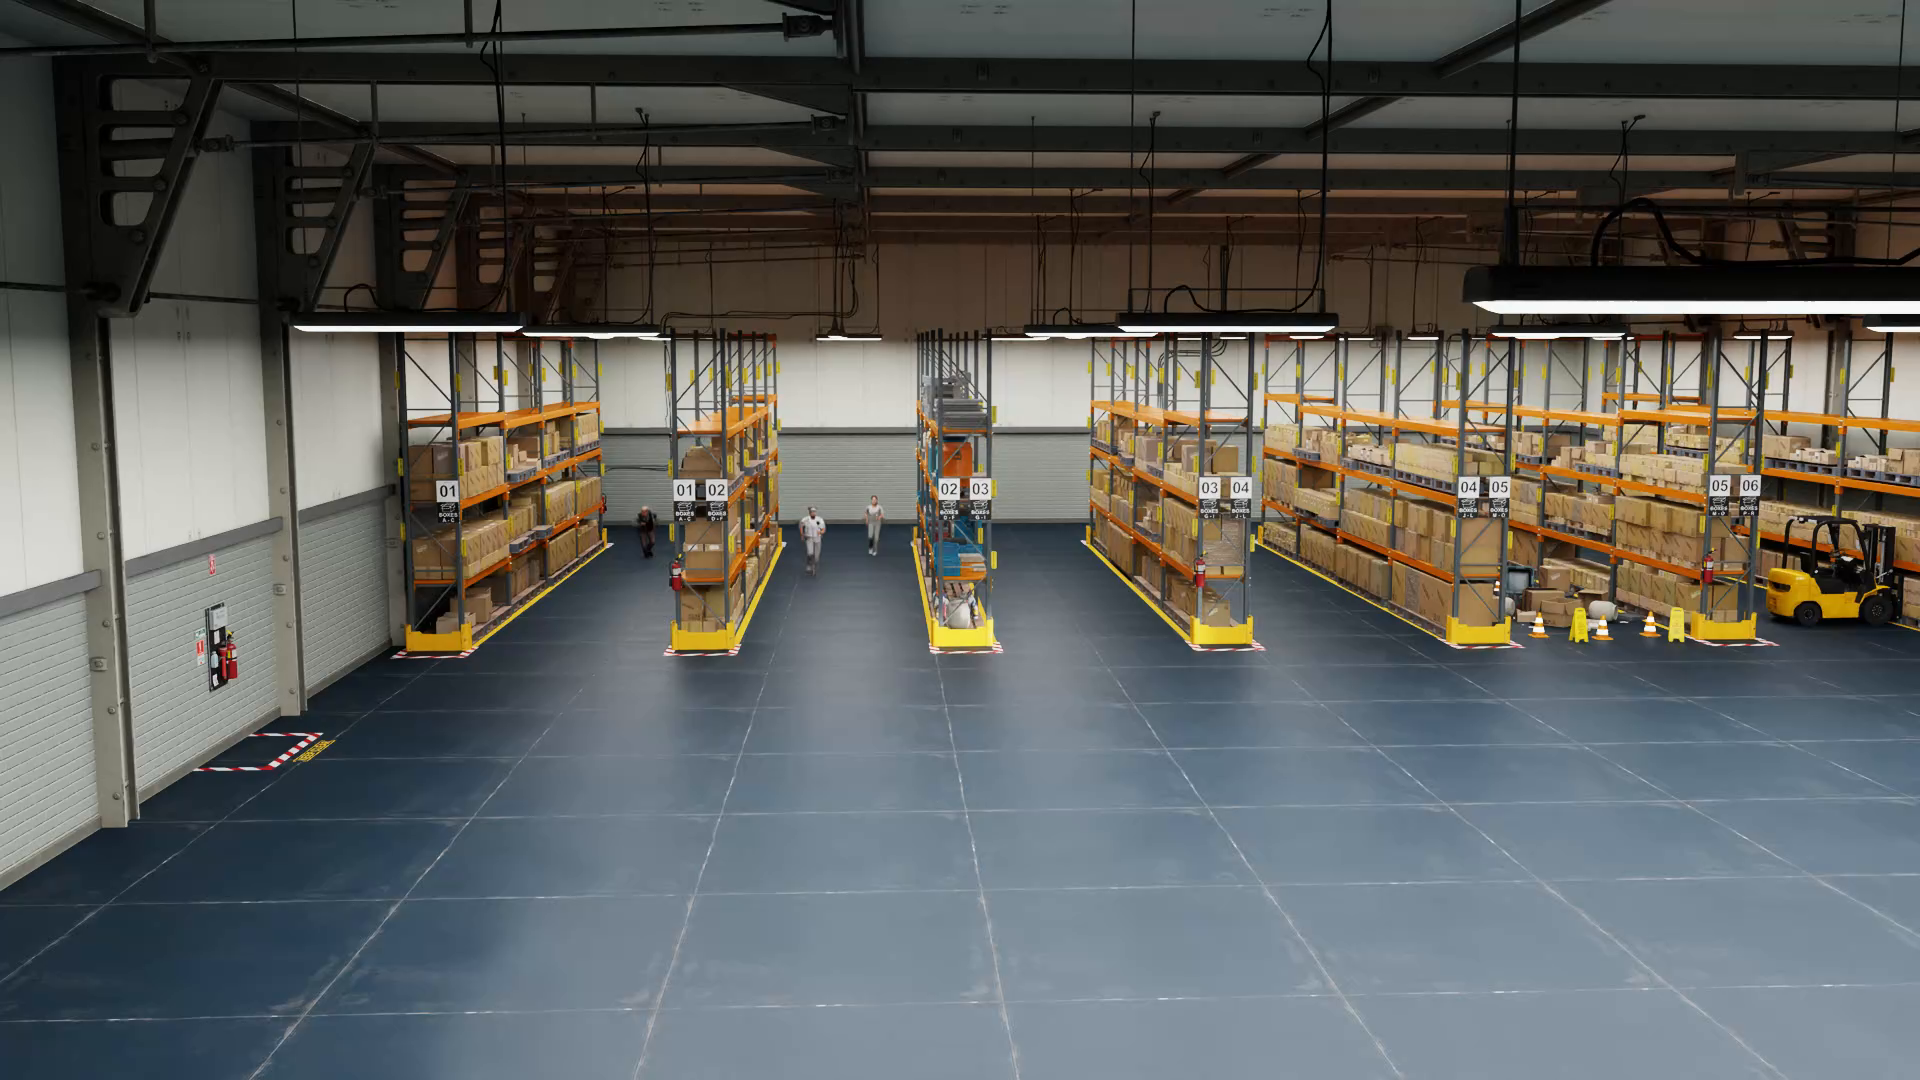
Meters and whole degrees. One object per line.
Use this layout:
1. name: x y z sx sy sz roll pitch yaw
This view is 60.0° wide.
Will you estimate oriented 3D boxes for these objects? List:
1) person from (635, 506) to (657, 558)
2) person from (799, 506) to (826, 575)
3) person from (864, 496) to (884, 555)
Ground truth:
1. person: -8.349 -0.211 44.243 0.659 1.438 0.989 -3 7 -21
2. person: -3.613 0.016 40.857 0.651 1.741 0.697 -1 7 -11
3. person: -2.317 -0.385 44.834 0.548 1.629 0.619 0 7 2
